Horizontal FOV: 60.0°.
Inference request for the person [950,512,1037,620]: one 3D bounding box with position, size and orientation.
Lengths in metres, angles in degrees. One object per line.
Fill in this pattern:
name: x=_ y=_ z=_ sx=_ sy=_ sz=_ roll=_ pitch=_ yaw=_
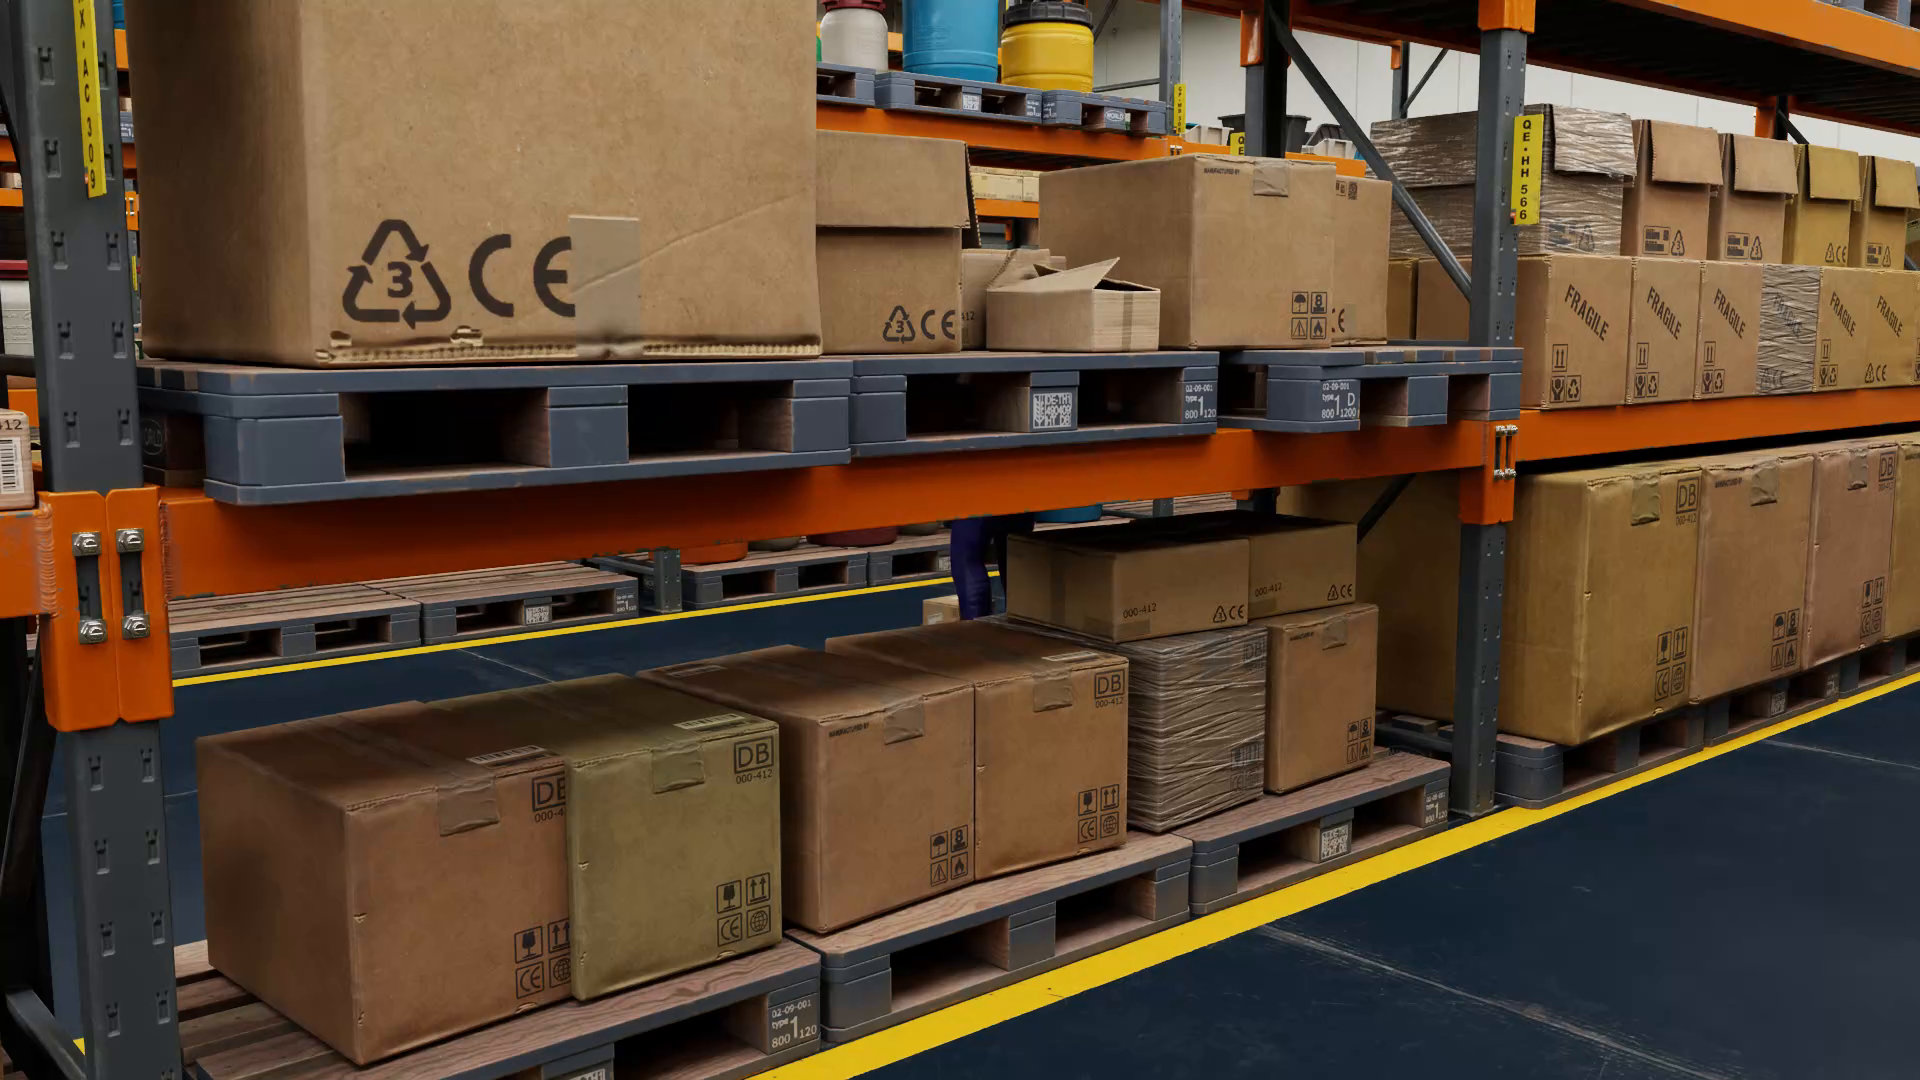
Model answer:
person: x=0.159 y=-0.251 z=7.777 sx=0.548 sy=1.636 sz=0.375 roll=-7 pitch=10 yaw=-43
